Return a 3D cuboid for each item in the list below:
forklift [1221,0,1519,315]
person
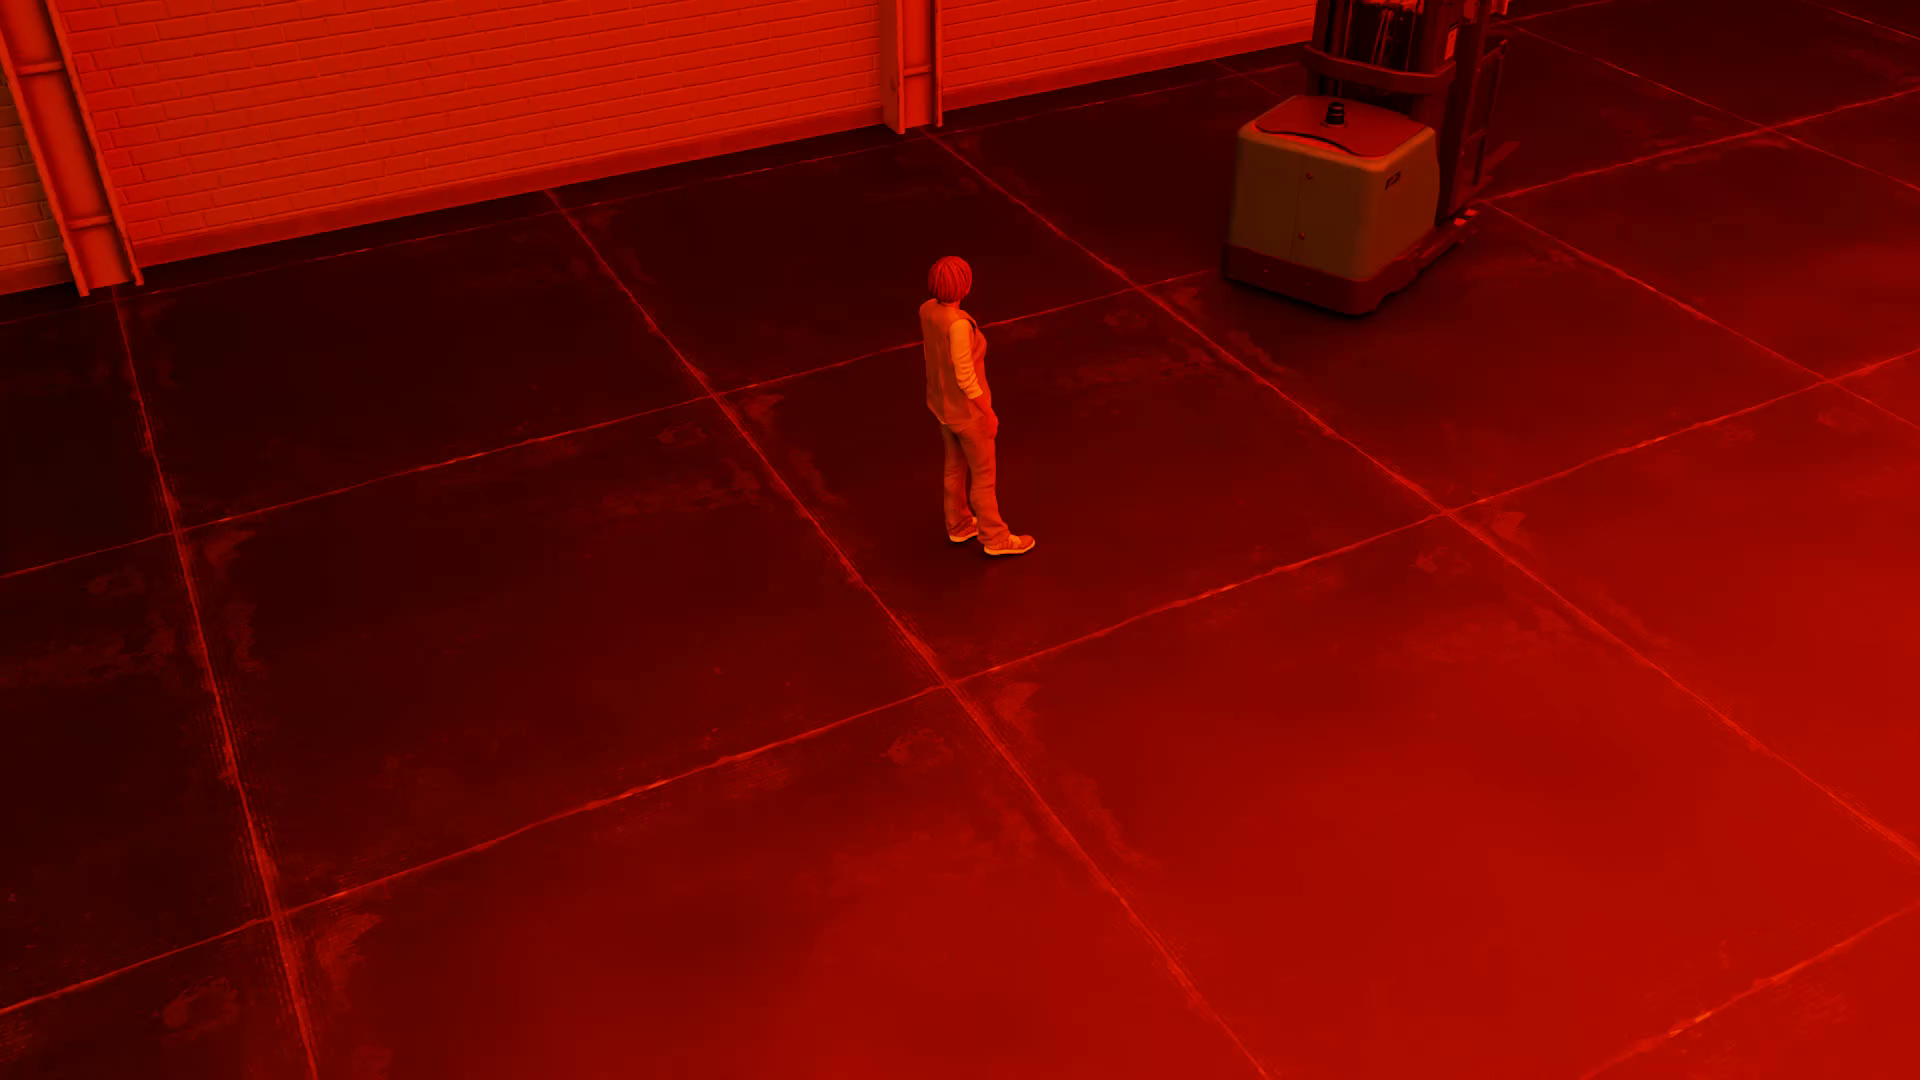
[{"bbox_3d":[3.025,-3.421,10.963,1.130,2.935,3.031,24,42,30],"label":"forklift"},{"bbox_3d":[0.072,-0.671,8.215,0.475,1.597,0.520,-17,39,-23],"label":"person"}]
